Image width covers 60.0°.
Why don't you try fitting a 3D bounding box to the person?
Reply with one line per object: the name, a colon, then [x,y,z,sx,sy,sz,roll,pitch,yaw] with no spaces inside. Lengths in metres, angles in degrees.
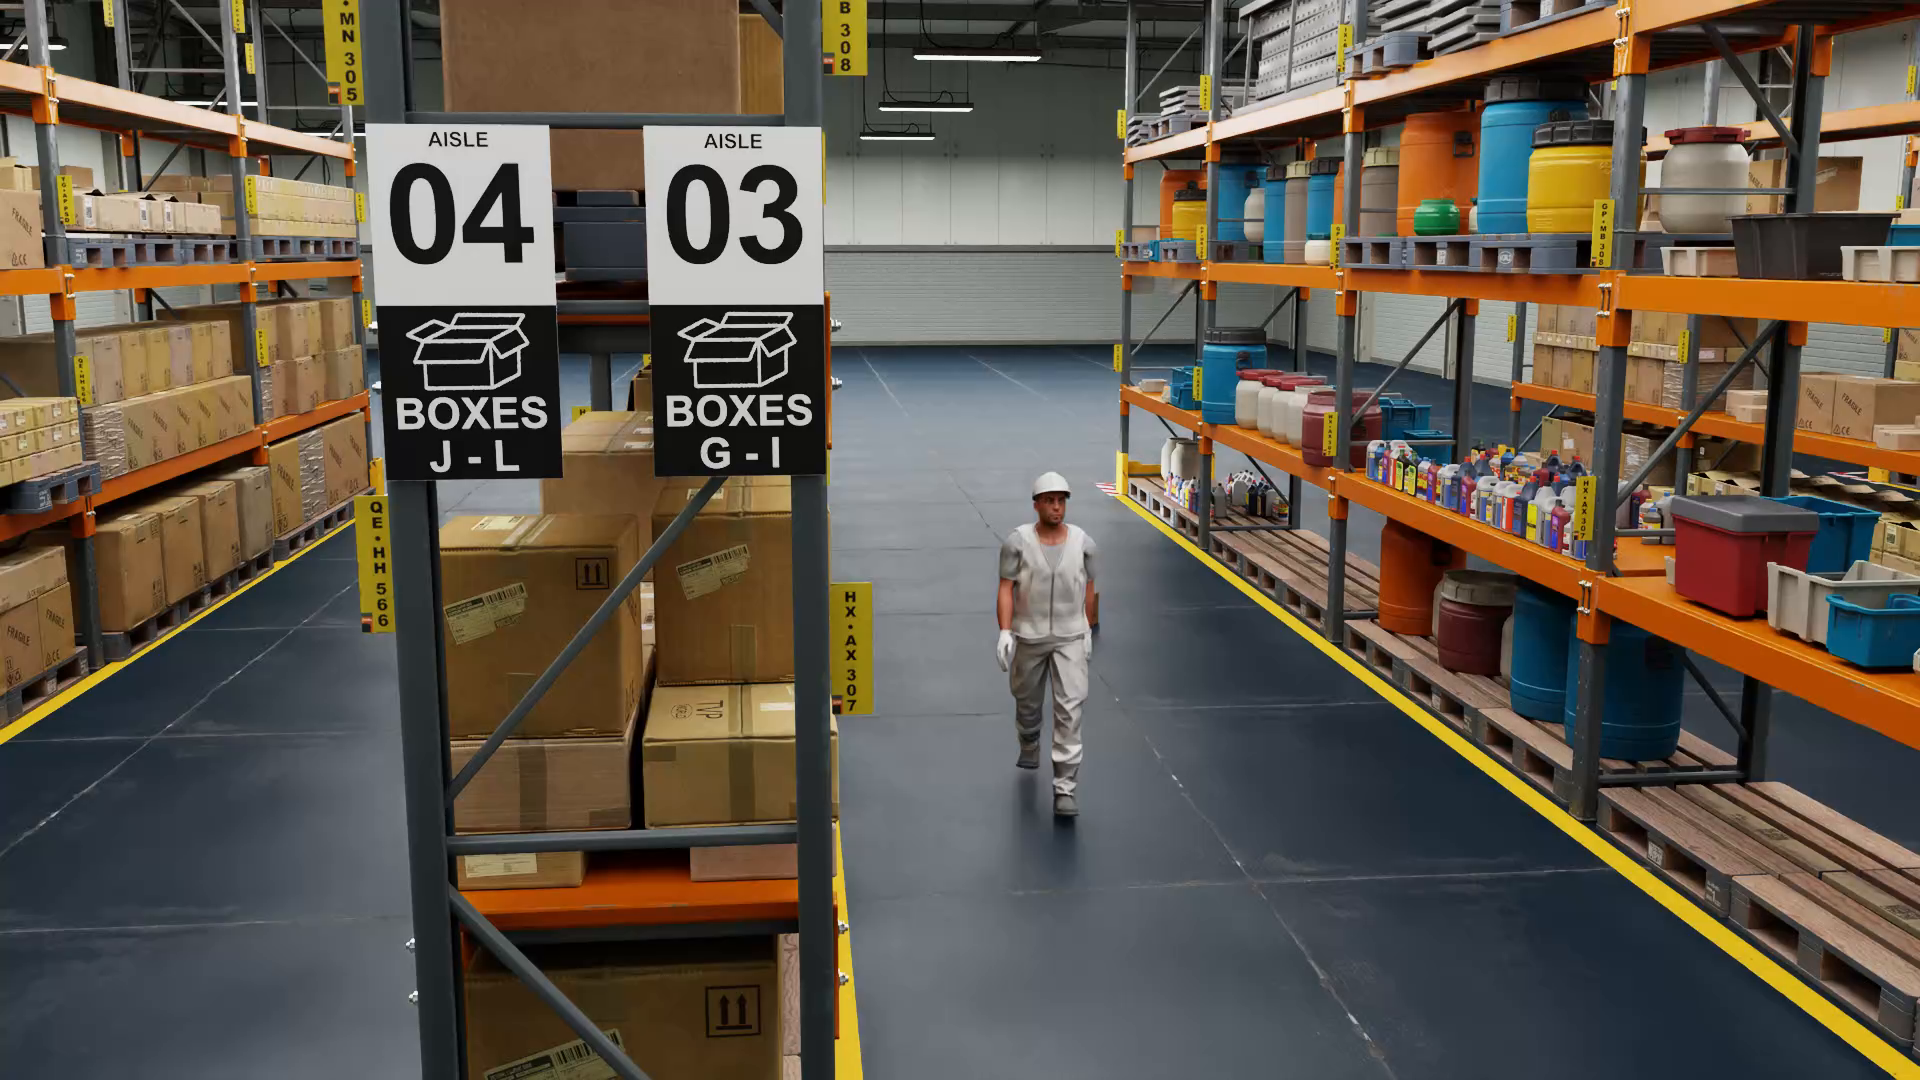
person: [0.458,0.518,8.838,0.546,1.763,0.950,0,10,-1]
